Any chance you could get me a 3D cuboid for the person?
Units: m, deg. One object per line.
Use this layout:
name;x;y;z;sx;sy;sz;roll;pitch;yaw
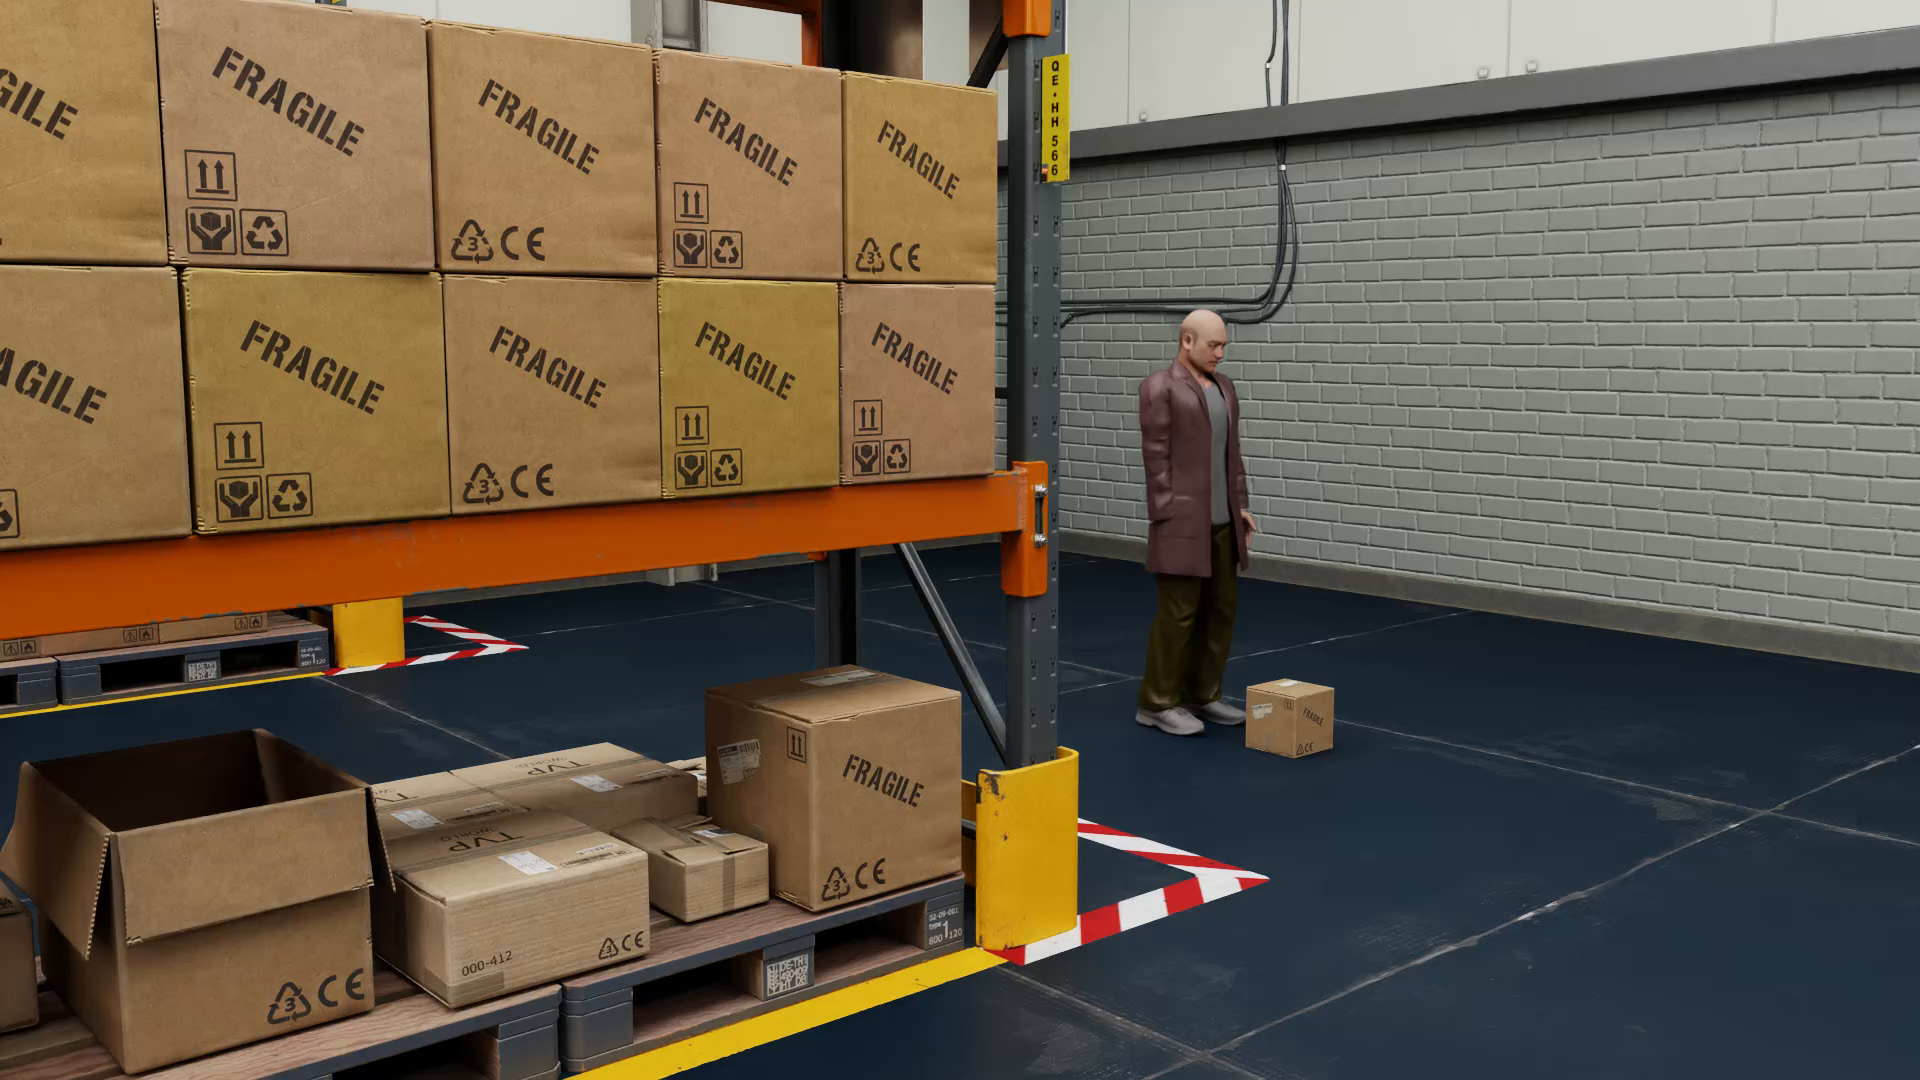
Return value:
person;1.012;-0.084;7.042;0.562;1.772;0.377;-6;9;-40
